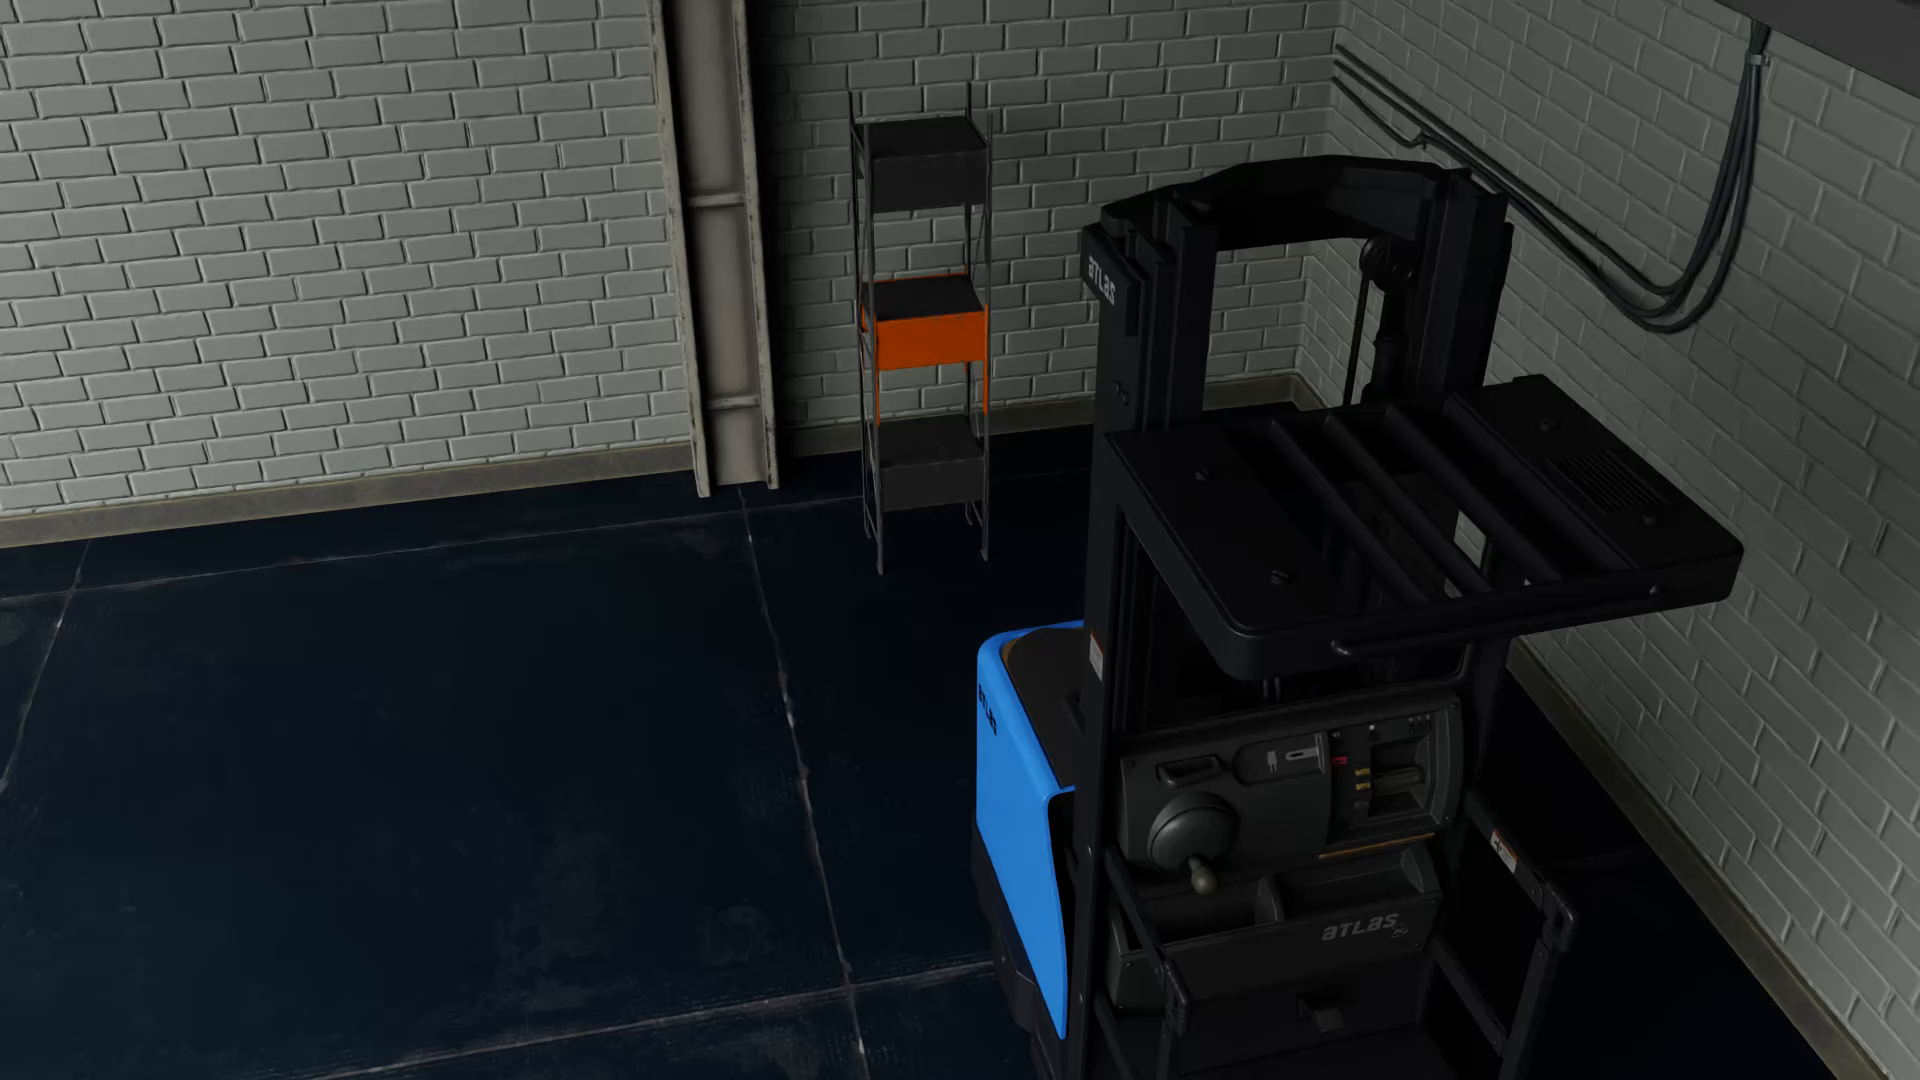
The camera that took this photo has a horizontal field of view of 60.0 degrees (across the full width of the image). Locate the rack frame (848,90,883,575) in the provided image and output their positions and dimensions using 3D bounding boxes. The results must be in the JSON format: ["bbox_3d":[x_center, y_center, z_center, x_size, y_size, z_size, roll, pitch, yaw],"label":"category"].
[{"bbox_3d":[-0.399,-0.822,7.090,0.015,2.100,0.400,-7,35,-11],"label":"rack frame"}]

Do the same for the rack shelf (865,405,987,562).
[{"bbox_3d":[-0.161,-0.259,7.532,0.480,0.518,0.431,-7,35,-11],"label":"rack shelf"}]

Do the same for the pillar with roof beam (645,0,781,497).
[{"bbox_3d":[-0.155,-1.710,2.223,0.400,9.000,9.100,-7,35,-11],"label":"pillar with roof beam"}]

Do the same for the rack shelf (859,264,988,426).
[{"bbox_3d":[-0.161,-0.840,7.142,0.480,0.518,0.431,-7,35,-11],"label":"rack shelf"}]

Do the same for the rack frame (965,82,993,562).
[{"bbox_3d":[0.077,-0.882,7.179,0.015,2.100,0.400,-7,35,-11],"label":"rack frame"}]

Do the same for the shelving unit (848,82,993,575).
[{"bbox_3d":[-0.161,-0.852,7.135,0.503,2.100,0.431,-7,35,-11],"label":"shelving unit"}]

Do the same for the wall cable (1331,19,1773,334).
[{"bbox_3d":[2.061,-2.404,6.043,0.112,2.526,3.097,-7,35,-11],"label":"wall cable"}]

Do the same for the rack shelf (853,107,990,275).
[{"bbox_3d":[-0.161,-1.421,6.752,0.480,0.518,0.431,-7,35,-11],"label":"rack shelf"}]

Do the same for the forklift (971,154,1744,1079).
[{"bbox_3d":[0.909,0.706,4.067,1.130,2.935,3.031,-8,35,-12],"label":"forklift"}]
